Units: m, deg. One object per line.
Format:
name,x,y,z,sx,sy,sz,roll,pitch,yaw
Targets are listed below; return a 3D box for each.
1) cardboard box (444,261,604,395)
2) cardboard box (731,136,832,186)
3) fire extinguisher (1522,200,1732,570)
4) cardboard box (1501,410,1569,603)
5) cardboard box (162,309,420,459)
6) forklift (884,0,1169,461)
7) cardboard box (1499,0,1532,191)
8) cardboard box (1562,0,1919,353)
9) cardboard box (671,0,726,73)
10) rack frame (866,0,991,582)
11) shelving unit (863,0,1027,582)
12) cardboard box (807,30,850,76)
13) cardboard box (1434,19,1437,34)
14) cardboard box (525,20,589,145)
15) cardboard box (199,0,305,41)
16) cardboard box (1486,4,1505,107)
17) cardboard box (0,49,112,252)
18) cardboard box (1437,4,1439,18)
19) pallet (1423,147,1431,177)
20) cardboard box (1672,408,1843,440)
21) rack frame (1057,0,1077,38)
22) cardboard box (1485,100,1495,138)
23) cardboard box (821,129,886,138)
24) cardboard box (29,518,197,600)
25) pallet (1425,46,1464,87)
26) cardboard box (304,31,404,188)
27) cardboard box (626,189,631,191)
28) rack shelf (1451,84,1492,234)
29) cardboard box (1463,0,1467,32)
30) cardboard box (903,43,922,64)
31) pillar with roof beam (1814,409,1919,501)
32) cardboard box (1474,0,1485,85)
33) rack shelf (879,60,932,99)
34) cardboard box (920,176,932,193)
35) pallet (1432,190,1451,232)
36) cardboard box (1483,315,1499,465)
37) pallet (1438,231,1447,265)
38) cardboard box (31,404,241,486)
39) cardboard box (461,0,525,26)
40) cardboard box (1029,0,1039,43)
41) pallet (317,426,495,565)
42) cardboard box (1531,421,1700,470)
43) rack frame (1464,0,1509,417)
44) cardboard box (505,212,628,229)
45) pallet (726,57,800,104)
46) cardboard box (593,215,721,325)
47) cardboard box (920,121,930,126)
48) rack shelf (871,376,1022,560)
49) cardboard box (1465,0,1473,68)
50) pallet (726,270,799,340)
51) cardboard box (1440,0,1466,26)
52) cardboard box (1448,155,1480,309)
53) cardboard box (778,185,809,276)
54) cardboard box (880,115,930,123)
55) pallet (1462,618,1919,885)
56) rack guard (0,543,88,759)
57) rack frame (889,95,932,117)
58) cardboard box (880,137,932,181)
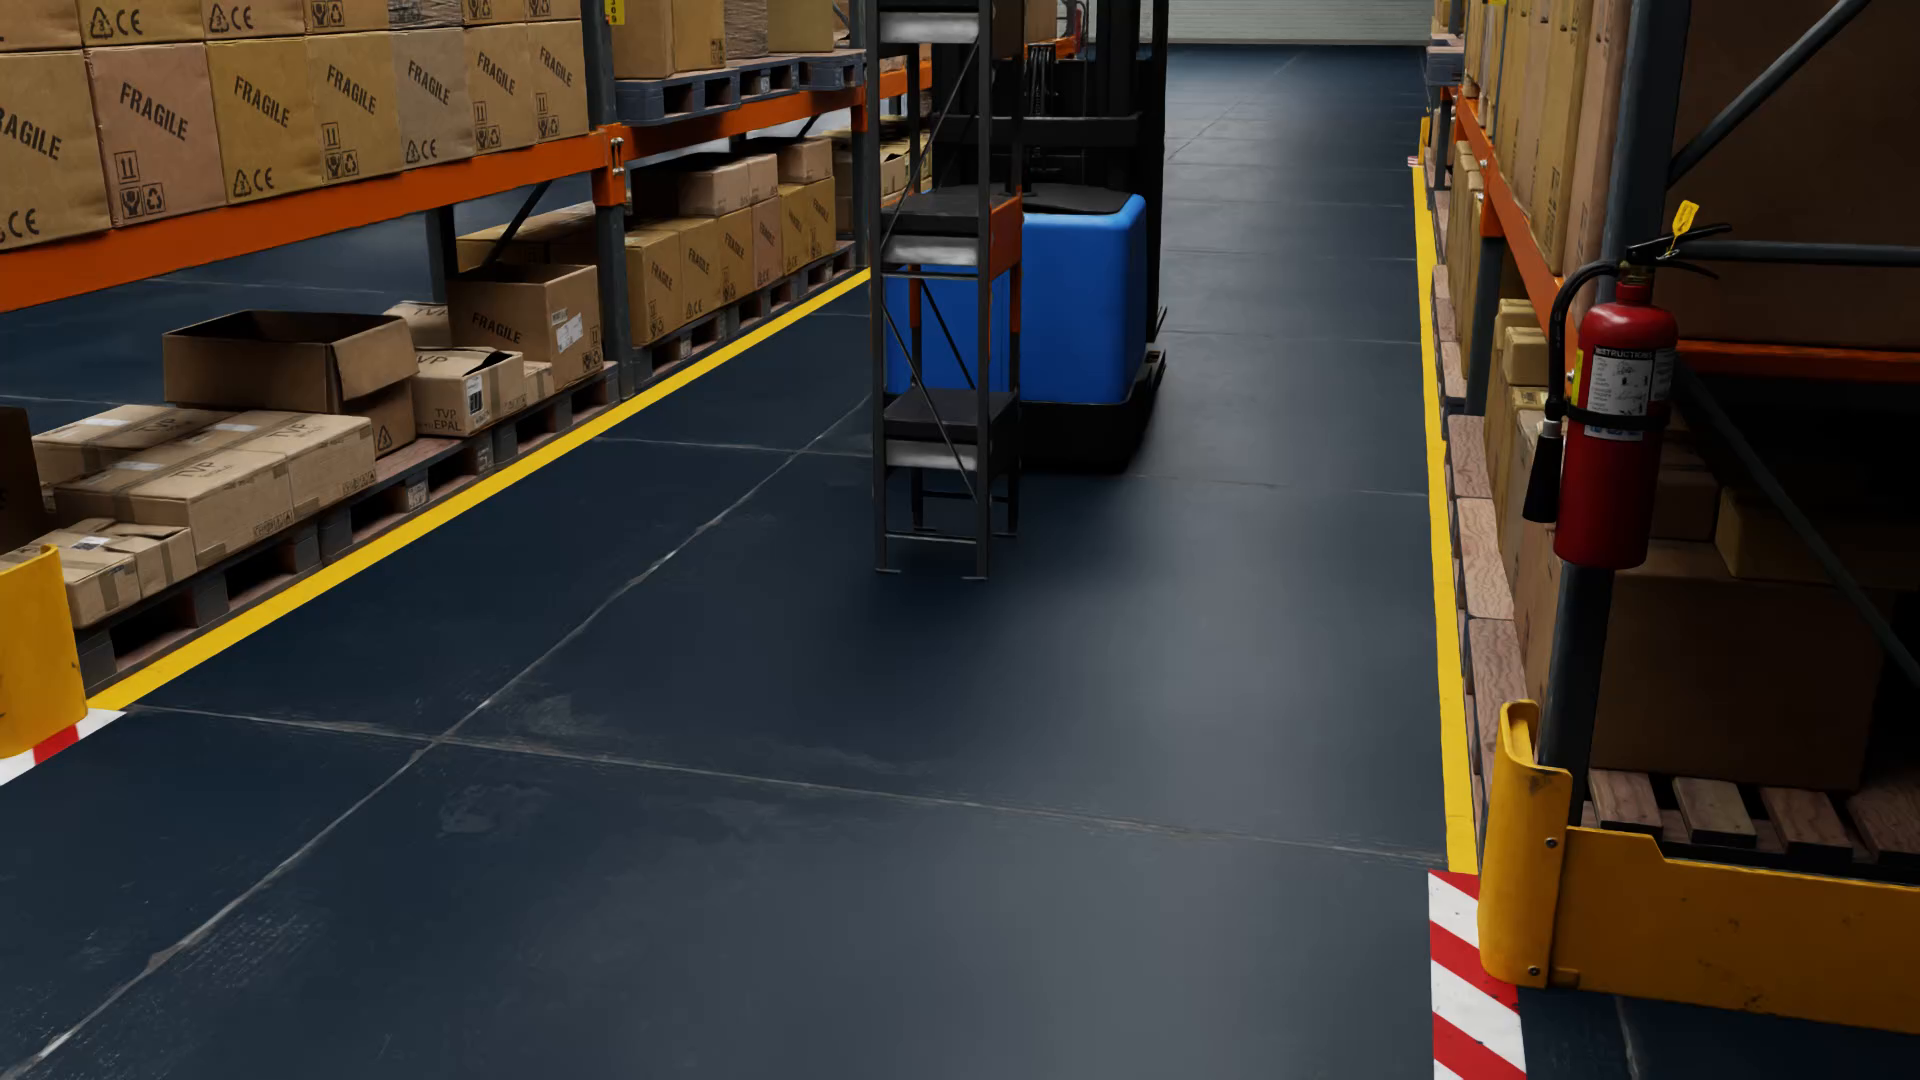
cardboard box,-1.981,-0.979,7.601,0.500,0.500,0.500,5,19,13
cardboard box,-1.150,-2.459,10.773,0.500,0.250,0.500,5,20,15
fire extinguisher,1.226,-0.287,3.085,0.296,0.674,0.183,5,19,13
cardboard box,2.029,-0.069,4.966,0.700,0.500,0.500,4,19,12
cardboard box,-2.571,-0.593,6.463,0.797,0.503,0.637,5,19,13
forklift,0.456,-2.156,7.966,1.130,2.935,3.031,4,19,10
cardboard box,2.356,-1.510,5.503,0.980,0.700,0.700,4,19,12
cardboard box,1.825,-0.814,3.465,0.980,0.700,0.700,6,20,16
cardboard box,-1.677,-2.752,8.801,0.700,0.500,0.500,8,20,22
rack frame,-0.100,-0.865,5.472,0.400,2.100,0.015,5,19,13
shelving unit,-0.040,-0.942,5.696,0.431,2.100,0.503,5,19,13
cardboard box,-1.008,-3.477,11.865,0.500,0.311,0.500,6,20,17
cardboard box,4.949,-5.014,16.427,0.500,0.250,0.500,4,19,13
cardboard box,-1.990,-2.025,7.322,0.500,0.500,0.500,5,19,14
cardboard box,-2.482,-1.861,5.293,0.500,0.500,0.500,5,19,14
cardboard box,2.556,-2.127,7.129,0.500,0.500,0.500,4,19,13
cardboard box,-2.730,-1.067,4.516,0.500,0.500,0.500,5,20,15
cardboard box,4.834,-5.215,15.857,0.500,0.500,0.500,5,20,15
pallet,5.368,-3.931,17.369,1.003,0.211,1.213,5,19,13
cardboard box,2.133,-0.244,4.474,0.380,0.149,0.250,5,19,14
rack frame,0.815,-5.916,18.868,1.000,3.000,0.127,5,19,13
cardboard box,2.535,-1.865,7.364,0.380,0.149,0.250,5,19,14
cardboard box,-0.879,-3.234,13.750,0.500,0.311,0.500,5,20,15
cardboard box,-2.597,0.049,5.107,0.380,0.166,0.250,5,19,13
pallet,3.736,-3.160,11.094,1.213,0.211,1.003,5,19,13
cardboard box,-2.360,-1.543,5.908,0.500,0.500,0.500,5,19,14
cardboard box,-1.778,-1.993,10.567,0.500,0.500,0.500,4,19,13
rack shelf,3.177,-2.051,8.666,1.077,0.370,4.000,5,19,13
cardboard box,4.485,-4.371,13.509,0.700,0.500,0.500,5,19,14
cardboard box,-0.617,-4.148,13.537,0.500,0.500,0.500,5,19,13
pillar with roof beam,-0.819,-4.656,5.897,9.100,9.000,0.400,5,19,13
cardboard box,2.919,-2.601,8.517,0.500,0.500,0.500,5,20,15
rack shelf,-0.651,-3.695,13.478,1.077,0.370,4.000,5,19,13
cardboard box,-0.483,-2.768,13.256,0.500,0.250,0.500,4,19,12
pallet,4.454,-2.709,13.791,1.003,0.211,1.213,5,19,13
cardboard box,2.406,-0.554,6.388,0.700,0.500,0.500,5,19,14
pallet,3.858,-1.944,11.552,1.003,0.211,1.213,5,19,13
cardboard box,-2.939,-0.294,5.980,0.500,0.250,0.500,5,19,13
cardboard box,-2.112,-2.336,6.684,0.500,0.500,0.500,4,19,12
cardboard box,0.438,-5.498,17.489,0.700,0.500,0.500,5,19,14
pallet,-2.581,-0.236,6.554,1.003,0.211,1.213,5,19,13
cardboard box,1.701,-0.196,4.335,0.380,0.149,0.250,5,20,15
rack frame,2.688,-1.765,6.714,1.000,3.000,0.127,5,19,13
cardboard box,-2.145,-1.512,9.160,0.500,0.500,0.500,5,19,14
pallet,-1.610,-2.708,9.772,1.003,0.211,1.213,5,19,13
cardboard box,-1.643,-1.481,9.069,0.500,0.500,0.500,5,19,14
cardboard box,-0.104,-3.512,14.566,0.500,0.311,0.500,5,20,15
rack shelf,-0.040,-0.266,5.927,0.431,0.518,0.480,5,19,13
cardboard box,3.298,-3.084,9.931,0.500,0.500,0.500,5,20,15
pallet,-1.658,-1.477,10.185,1.003,0.211,1.213,5,19,13
cardboard box,4.458,-4.738,14.460,0.500,0.500,0.500,5,19,13
cardboard box,3.138,-1.706,9.217,0.750,0.750,0.750,5,19,13
cardboard box,-1.267,-1.960,10.472,0.500,0.500,0.500,4,19,11
cardboard box,-0.505,-3.715,15.161,0.500,0.311,0.500,5,19,14
pallet,1.830,0.552,4.246,1.003,0.211,1.213,5,19,13
rack guard,-3.075,0.258,4.659,1.175,0.500,0.348,5,19,13
rack frame,-0.162,-4.662,15.197,1.000,3.000,0.127,5,19,13
cardboard box,-0.480,-3.038,13.177,0.500,0.311,0.500,4,19,12
